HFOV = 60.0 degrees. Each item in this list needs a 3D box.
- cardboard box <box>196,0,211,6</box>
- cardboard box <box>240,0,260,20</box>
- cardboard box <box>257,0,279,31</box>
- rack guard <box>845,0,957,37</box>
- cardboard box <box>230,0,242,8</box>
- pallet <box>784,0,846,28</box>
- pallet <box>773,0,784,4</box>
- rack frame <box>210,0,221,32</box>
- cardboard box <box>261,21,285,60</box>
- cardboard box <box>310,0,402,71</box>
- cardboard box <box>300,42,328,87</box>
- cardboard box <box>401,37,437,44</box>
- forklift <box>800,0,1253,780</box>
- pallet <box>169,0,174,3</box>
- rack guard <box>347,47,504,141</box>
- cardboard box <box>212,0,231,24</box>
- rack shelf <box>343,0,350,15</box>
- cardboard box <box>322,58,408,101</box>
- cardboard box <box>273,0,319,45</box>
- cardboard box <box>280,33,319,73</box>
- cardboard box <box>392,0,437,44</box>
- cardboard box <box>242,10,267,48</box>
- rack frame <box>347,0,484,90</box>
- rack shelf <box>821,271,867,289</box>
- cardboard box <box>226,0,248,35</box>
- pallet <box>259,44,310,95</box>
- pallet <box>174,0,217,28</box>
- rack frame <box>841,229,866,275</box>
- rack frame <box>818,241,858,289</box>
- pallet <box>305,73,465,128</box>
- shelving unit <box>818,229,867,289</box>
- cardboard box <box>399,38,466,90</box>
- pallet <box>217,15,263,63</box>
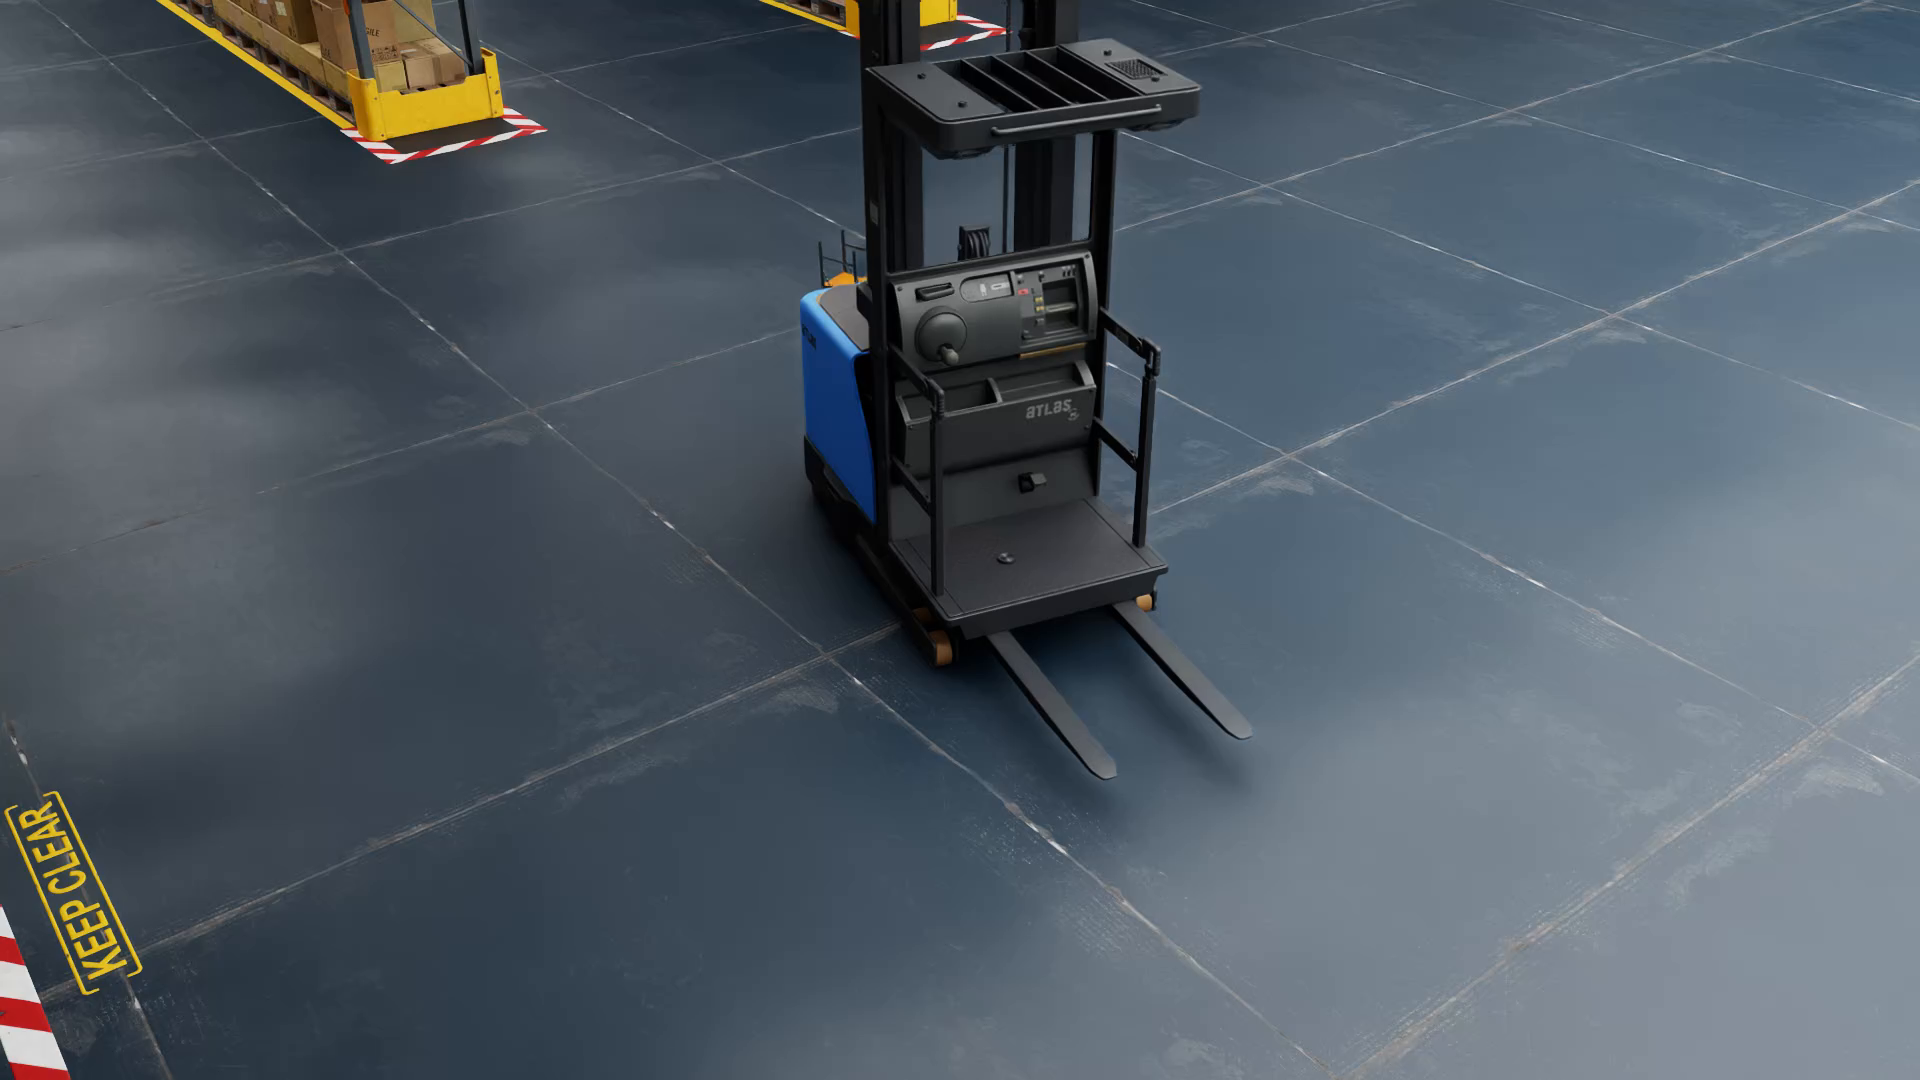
[{"bbox_3d":[-7.339,-5.507,16.482,0.500,0.250,0.500,-23,38,-32],"label":"cardboard box"},{"bbox_3d":[-6.205,-5.035,15.011,0.500,0.500,0.500,-22,38,-31],"label":"cardboard box"},{"bbox_3d":[-5.897,-4.827,14.677,0.500,0.500,0.500,-22,38,-31],"label":"cardboard box"},{"bbox_3d":[-0.572,-5.306,16.319,1.175,0.500,0.348,-22,38,-31],"label":"rack guard"},{"bbox_3d":[-6.506,-5.246,15.351,0.500,0.500,0.500,-22,38,-31],"label":"cardboard box"},{"bbox_3d":[-1.065,-5.524,16.943,1.003,0.211,1.213,-22,38,-31],"label":"pallet"},{"bbox_3d":[-1.809,-6.032,17.762,1.003,0.211,1.213,-22,38,-31],"label":"pallet"},{"bbox_3d":[-6.856,-6.417,15.740,1.000,3.000,0.127,-22,38,-31],"label":"rack frame"},{"bbox_3d":[-5.894,-4.510,14.876,0.500,0.250,0.500,-22,38,-31],"label":"cardboard box"},{"bbox_3d":[-4.967,-4.207,13.677,0.500,0.500,0.500,-22,38,-31],"label":"cardboard box"},{"bbox_3d":[-5.281,-4.093,14.205,0.500,0.250,0.500,-22,38,-31],"label":"cardboard box"},{"bbox_3d":[-4.865,-4.263,14.480,0.500,0.250,0.500,-22,38,-31],"label":"cardboard box"},{"bbox_3d":[0.249,-0.942,6.989,1.130,2.935,3.031,-13,34,-20],"label":"forklift"},{"bbox_3d":[-8.091,-6.036,17.769,1.003,0.211,1.213,-22,38,-31],"label":"pallet"},{"bbox_3d":[-4.388,-3.679,13.699,1.175,0.500,0.348,-22,38,-31],"label":"rack guard"},{"bbox_3d":[-6.811,-5.136,15.885,0.500,0.250,0.500,-22,38,-31],"label":"cardboard box"},{"bbox_3d":[-5.629,-5.278,14.587,1.077,0.370,4.000,-22,38,-31],"label":"rack shelf"},{"bbox_3d":[-4.965,-3.889,13.876,0.500,0.250,0.500,-22,38,-31],"label":"cardboard box"},{"bbox_3d":[-5.591,-4.619,14.341,0.500,0.500,0.500,-22,38,-31],"label":"cardboard box"},{"bbox_3d":[-5.589,-4.301,14.540,0.500,0.250,0.500,-22,38,-31],"label":"cardboard box"},{"bbox_3d":[-4.864,-4.583,14.283,0.500,0.500,0.500,-22,38,-31],"label":"cardboard box"},{"bbox_3d":[-6.206,-4.716,15.209,0.500,0.250,0.500,-22,38,-31],"label":"cardboard box"},{"bbox_3d":[-4.403,-4.750,13.056,1.000,3.000,0.127,-22,38,-31],"label":"rack frame"},{"bbox_3d":[-0.559,-1.282,8.572,0.258,0.103,0.180,20,40,29],"label":"rack shelf"},{"bbox_3d":[-6.508,-4.926,15.547,0.500,0.250,0.500,-22,38,-31],"label":"cardboard box"},{"bbox_3d":[-5.649,-4.379,15.101,1.003,0.211,1.213,-22,38,-31],"label":"pallet"},{"bbox_3d":[-7.338,-5.527,16.949,1.003,0.211,1.213,-22,38,-31],"label":"pallet"},{"bbox_3d":[-0.499,-1.062,8.809,0.240,1.200,0.006,20,40,29],"label":"rack frame"},{"bbox_3d":[-0.605,-0.977,8.686,0.240,1.200,0.006,20,40,29],"label":"rack frame"},{"bbox_3d":[-4.905,-3.871,14.283,1.003,0.211,1.213,-22,38,-31],"label":"pallet"},{"bbox_3d":[-0.552,-1.019,8.747,0.258,1.200,0.189,20,40,29],"label":"shelving unit"},{"bbox_3d":[-4.556,-4.056,14.146,0.500,0.250,0.500,-22,38,-31],"label":"cardboard box"},{"bbox_3d":[-6.401,-4.888,15.920,1.003,0.211,1.213,-22,38,-31],"label":"pallet"}]
